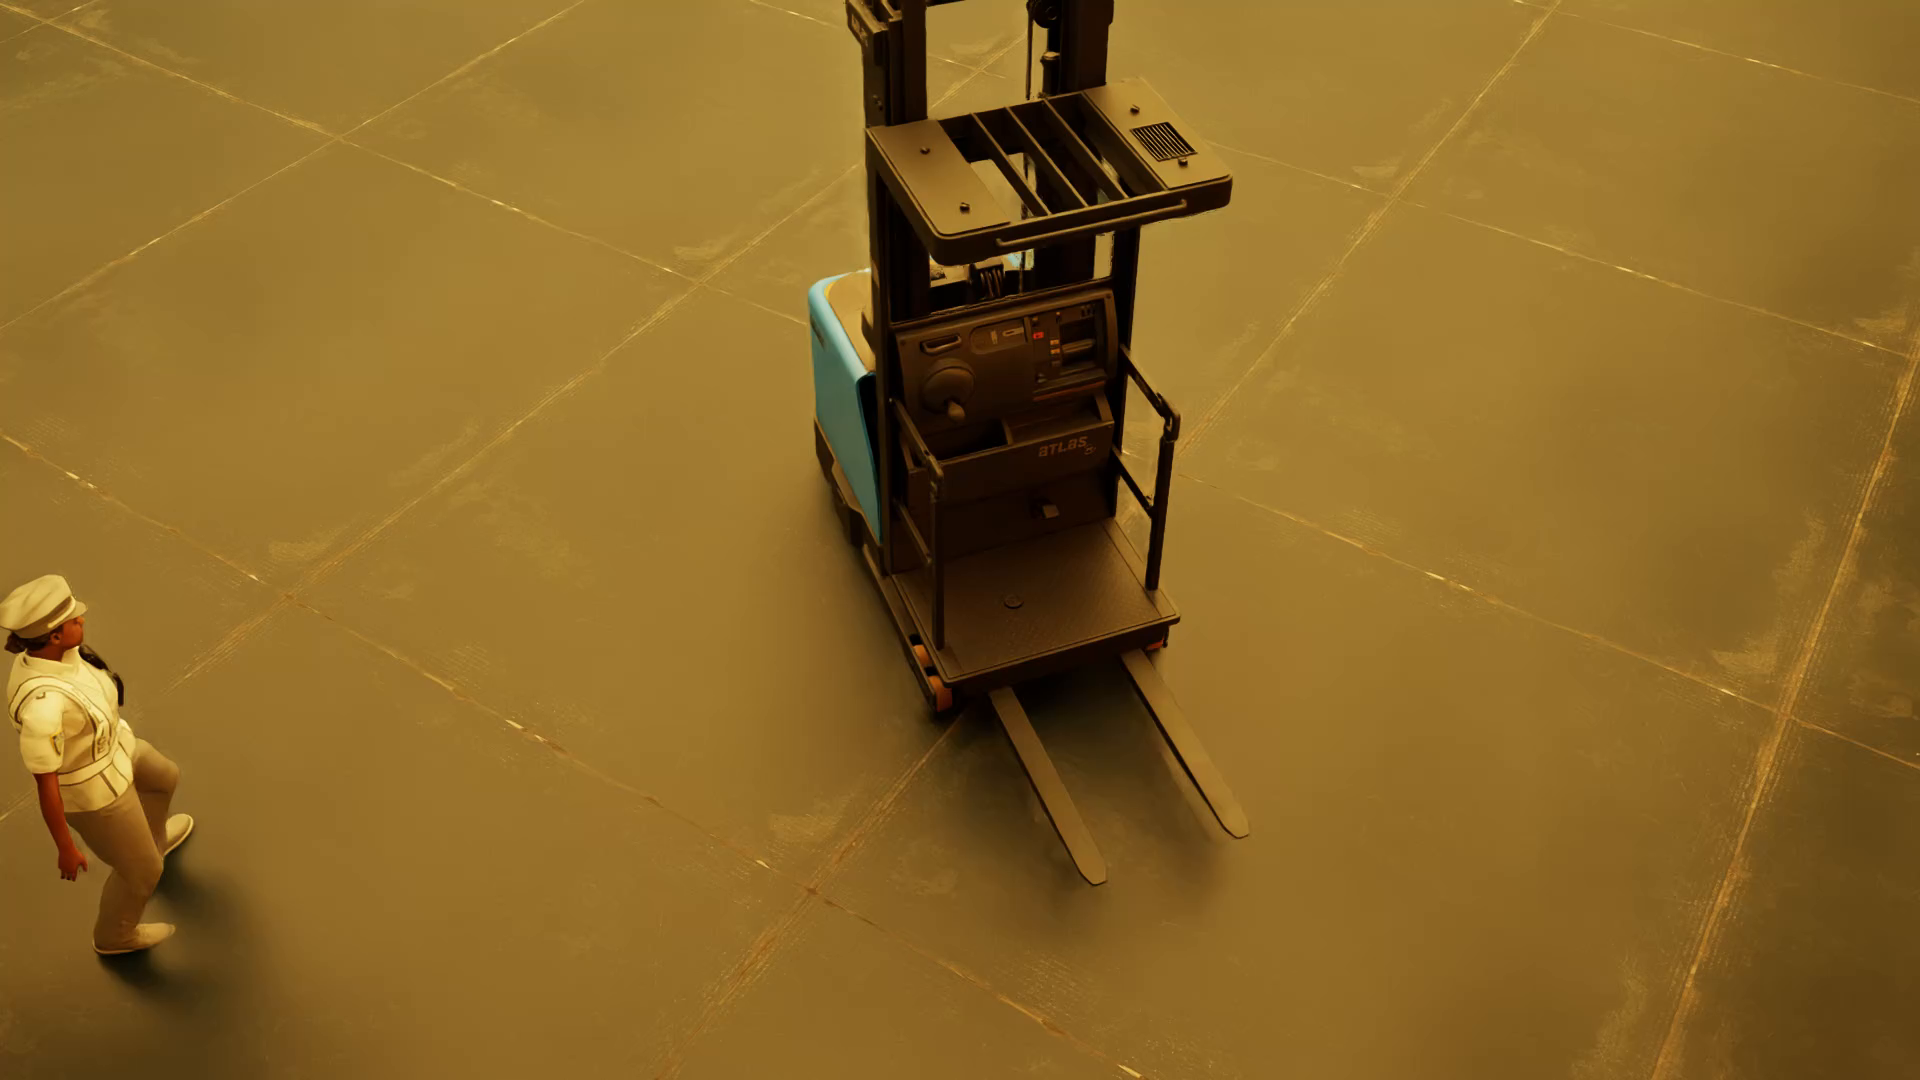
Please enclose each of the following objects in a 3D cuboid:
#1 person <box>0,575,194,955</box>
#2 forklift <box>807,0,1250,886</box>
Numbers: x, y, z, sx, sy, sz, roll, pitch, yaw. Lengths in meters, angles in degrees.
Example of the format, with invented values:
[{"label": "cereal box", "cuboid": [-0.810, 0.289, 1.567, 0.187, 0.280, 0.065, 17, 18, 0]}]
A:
[{"label": "person", "cuboid": [-3.117, 0.853, 5.947, 0.444, 1.641, 0.813, -11, 45, -12]}, {"label": "forklift", "cuboid": [0.276, -0.651, 6.536, 1.130, 2.935, 3.031, -15, 45, -15]}]
